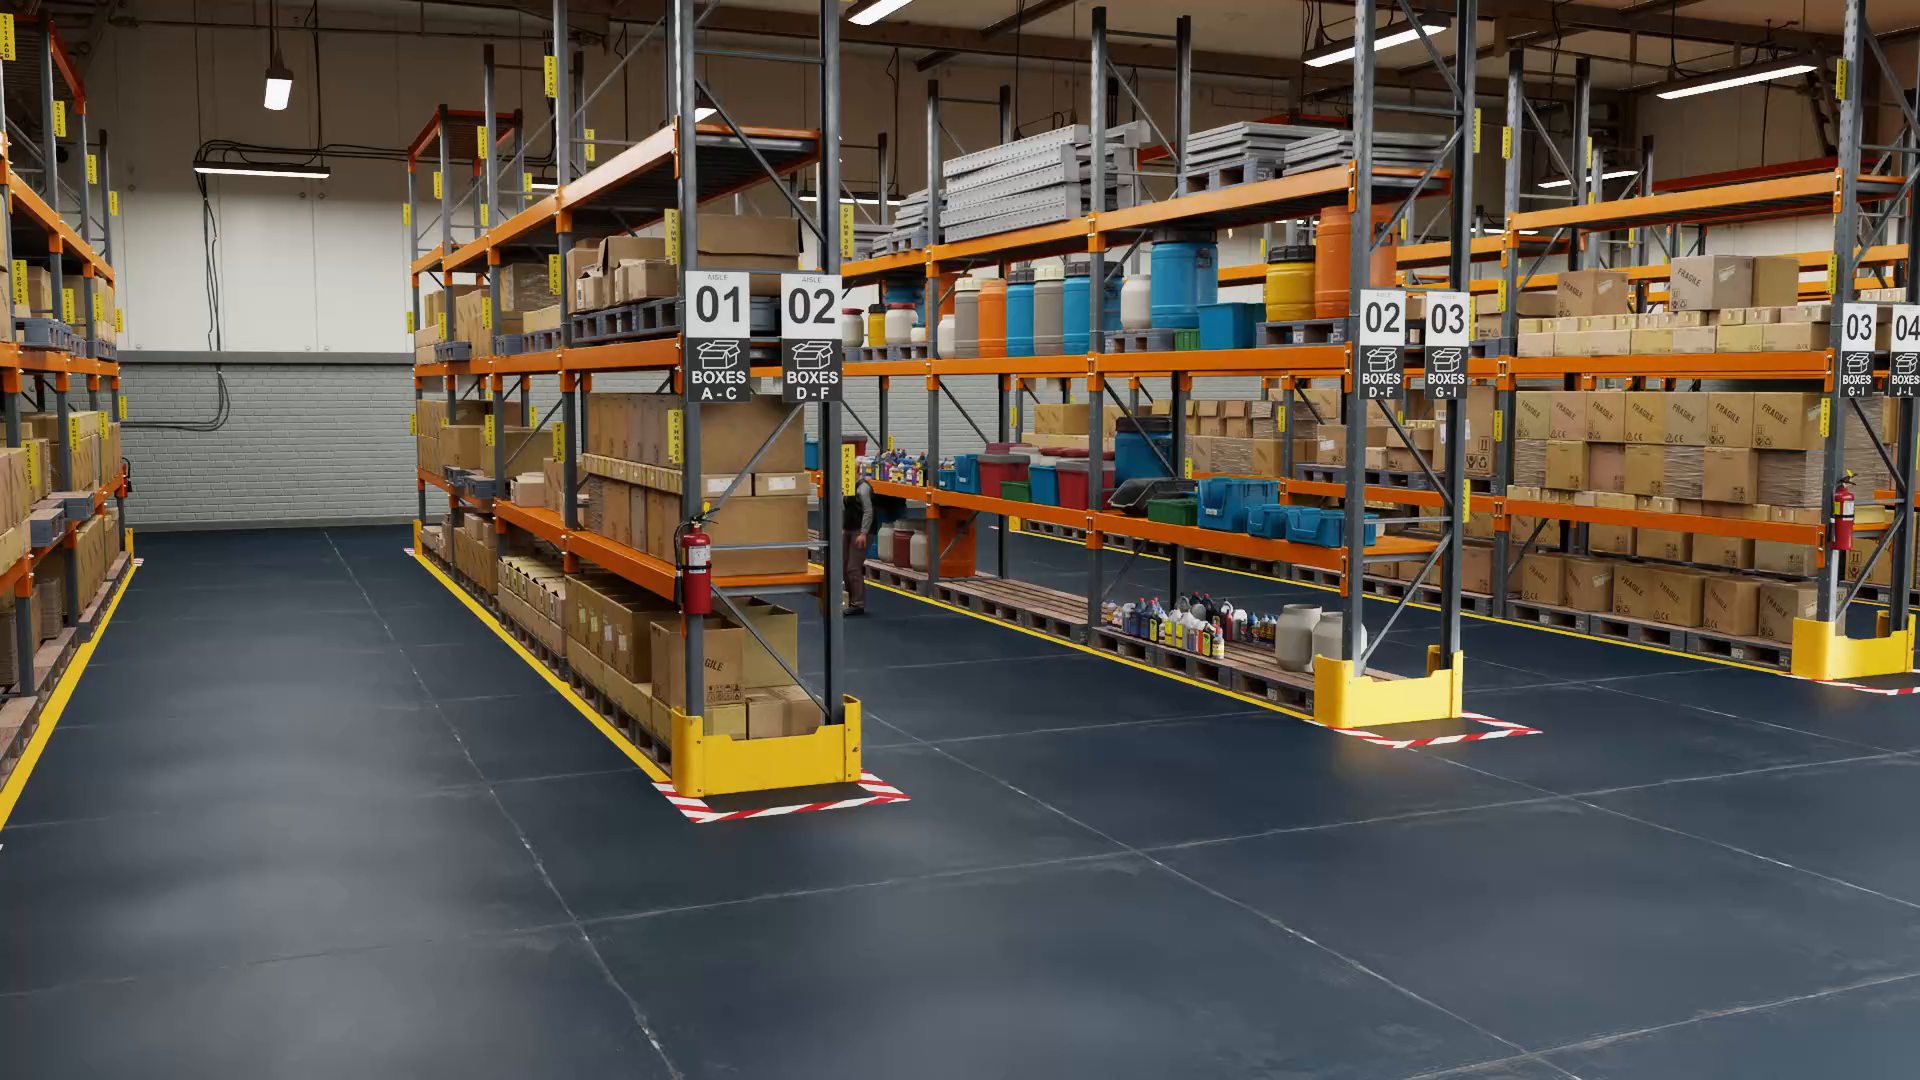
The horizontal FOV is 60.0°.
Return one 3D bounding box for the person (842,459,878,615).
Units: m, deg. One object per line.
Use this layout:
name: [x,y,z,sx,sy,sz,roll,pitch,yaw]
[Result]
person: [-1.156,-0.049,18.340,0.468,1.722,0.594,-3,6,-27]
